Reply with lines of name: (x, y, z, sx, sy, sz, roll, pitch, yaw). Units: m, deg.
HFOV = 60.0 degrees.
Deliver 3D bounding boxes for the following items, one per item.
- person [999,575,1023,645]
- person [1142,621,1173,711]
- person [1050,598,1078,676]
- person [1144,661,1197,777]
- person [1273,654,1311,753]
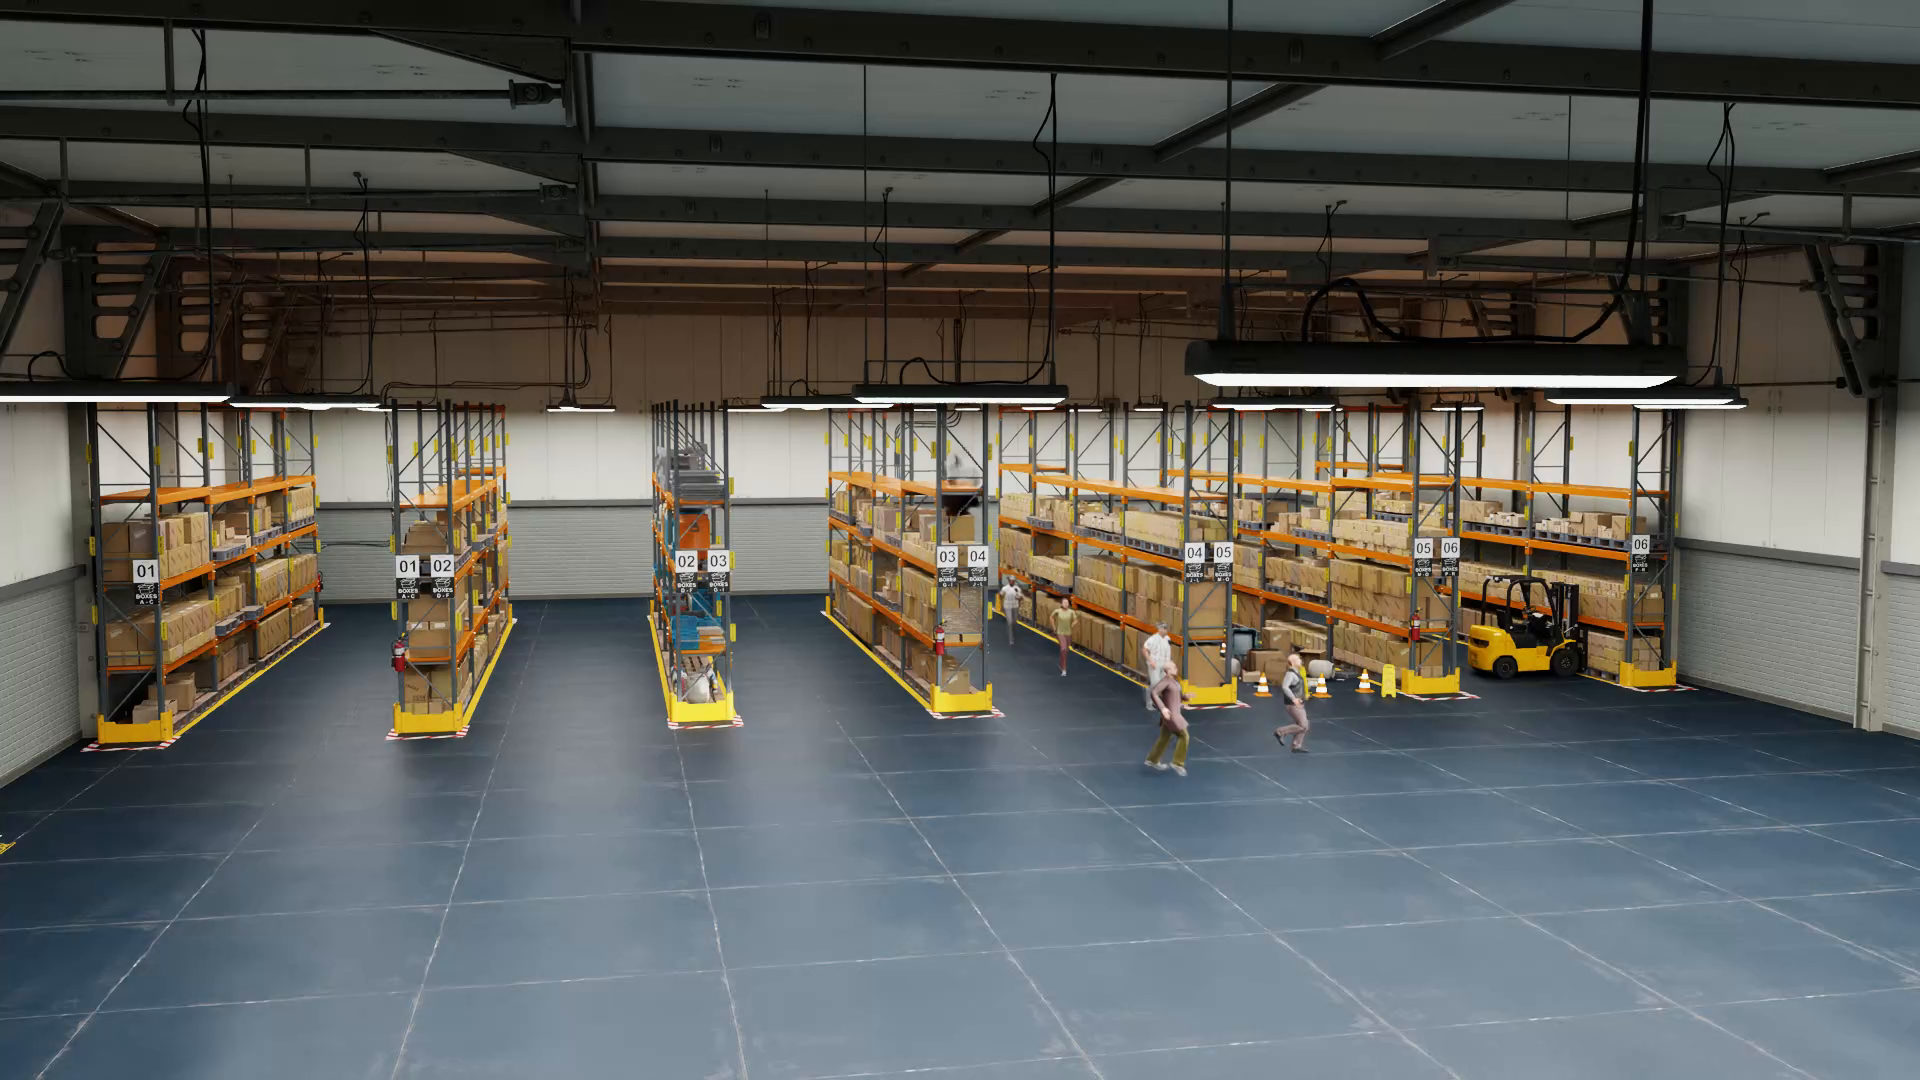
person: (1.271, 1.728, 41.612, 0.527, 1.716, 0.885, -1, 4, -13)
person: (3.875, 2.435, 32.441, 0.715, 1.727, 0.538, -3, 5, -33)
person: (2.313, 2.123, 36.803, 0.564, 1.709, 0.775, -1, 4, -15)
person: (3.342, 2.891, 26.432, 0.835, 1.763, 0.669, 1, 4, 10)
person: (5.618, 2.768, 28.107, 0.597, 1.679, 0.671, 1, 5, 17)
